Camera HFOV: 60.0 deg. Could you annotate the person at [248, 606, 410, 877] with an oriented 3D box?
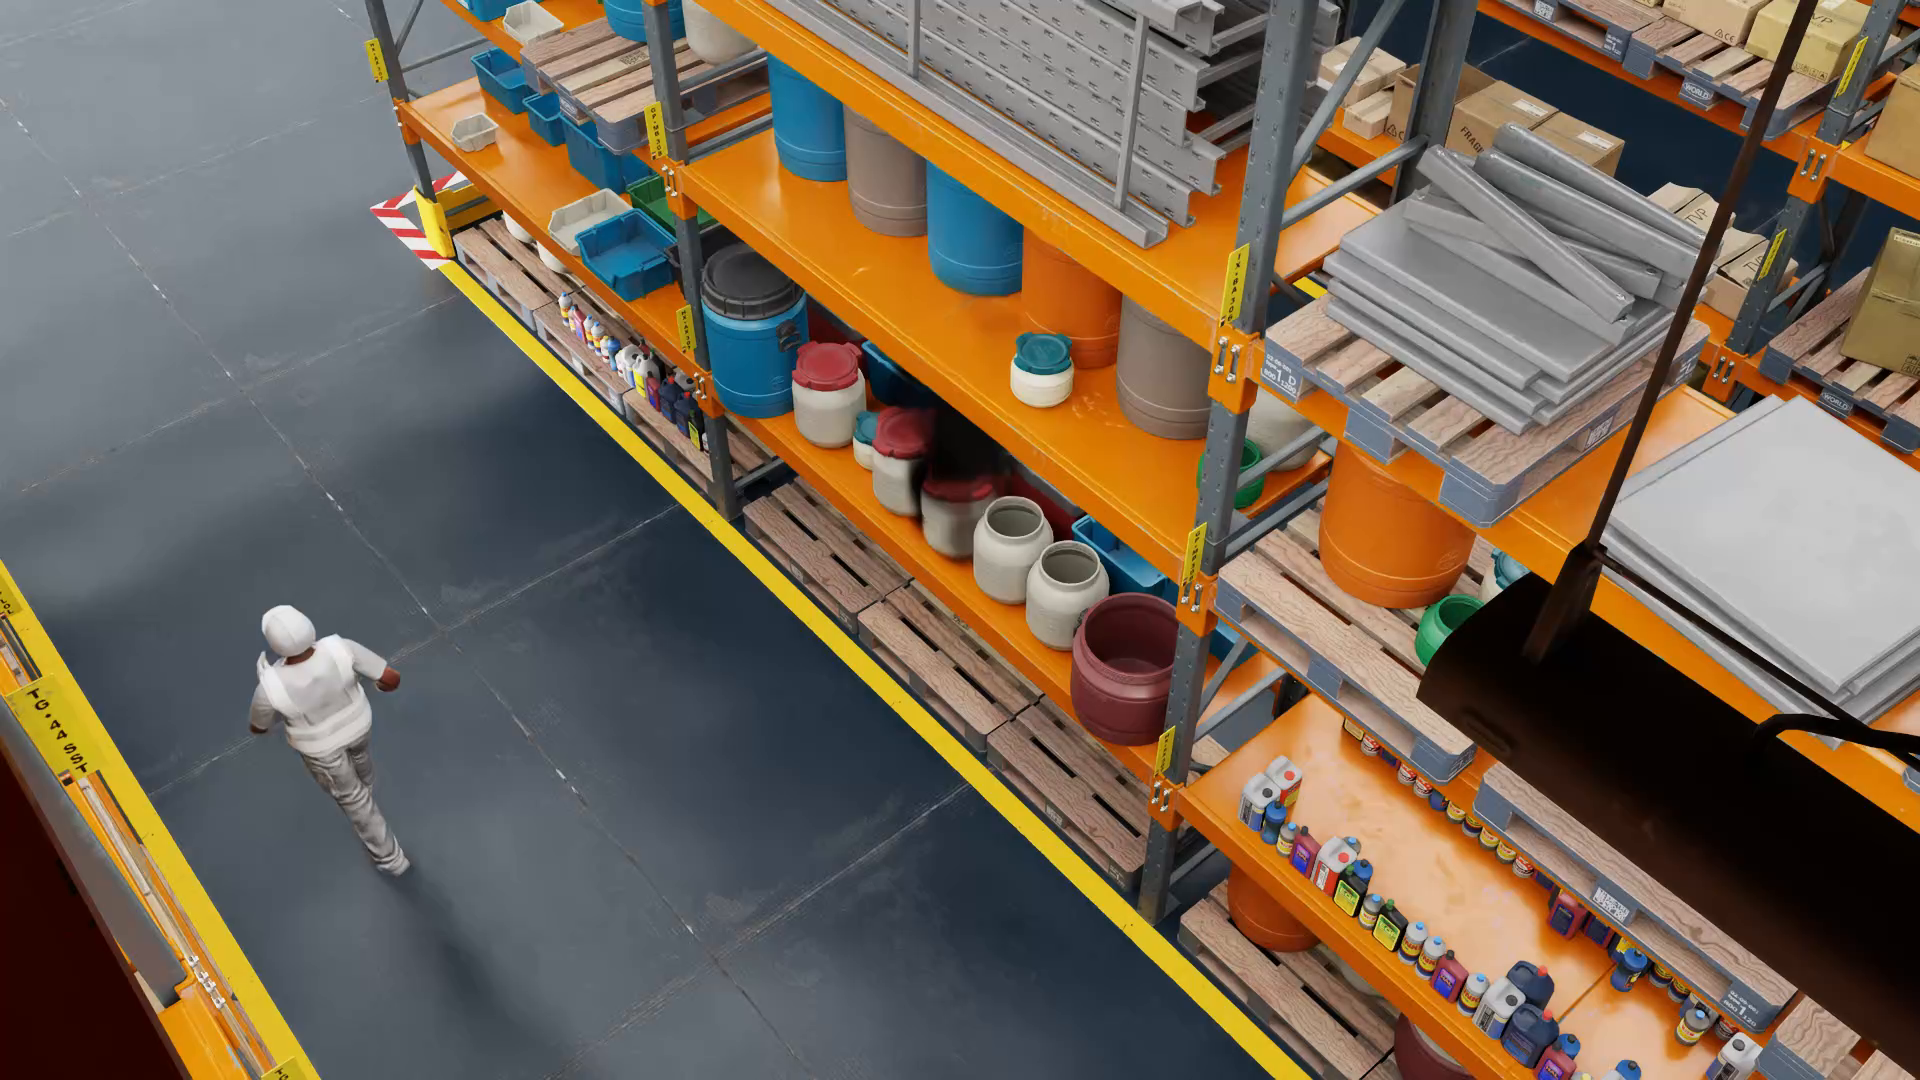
[{"bbox_3d":[-3.188,0.955,8.442,0.937,1.826,0.676,36,56,29],"label":"person"}]
